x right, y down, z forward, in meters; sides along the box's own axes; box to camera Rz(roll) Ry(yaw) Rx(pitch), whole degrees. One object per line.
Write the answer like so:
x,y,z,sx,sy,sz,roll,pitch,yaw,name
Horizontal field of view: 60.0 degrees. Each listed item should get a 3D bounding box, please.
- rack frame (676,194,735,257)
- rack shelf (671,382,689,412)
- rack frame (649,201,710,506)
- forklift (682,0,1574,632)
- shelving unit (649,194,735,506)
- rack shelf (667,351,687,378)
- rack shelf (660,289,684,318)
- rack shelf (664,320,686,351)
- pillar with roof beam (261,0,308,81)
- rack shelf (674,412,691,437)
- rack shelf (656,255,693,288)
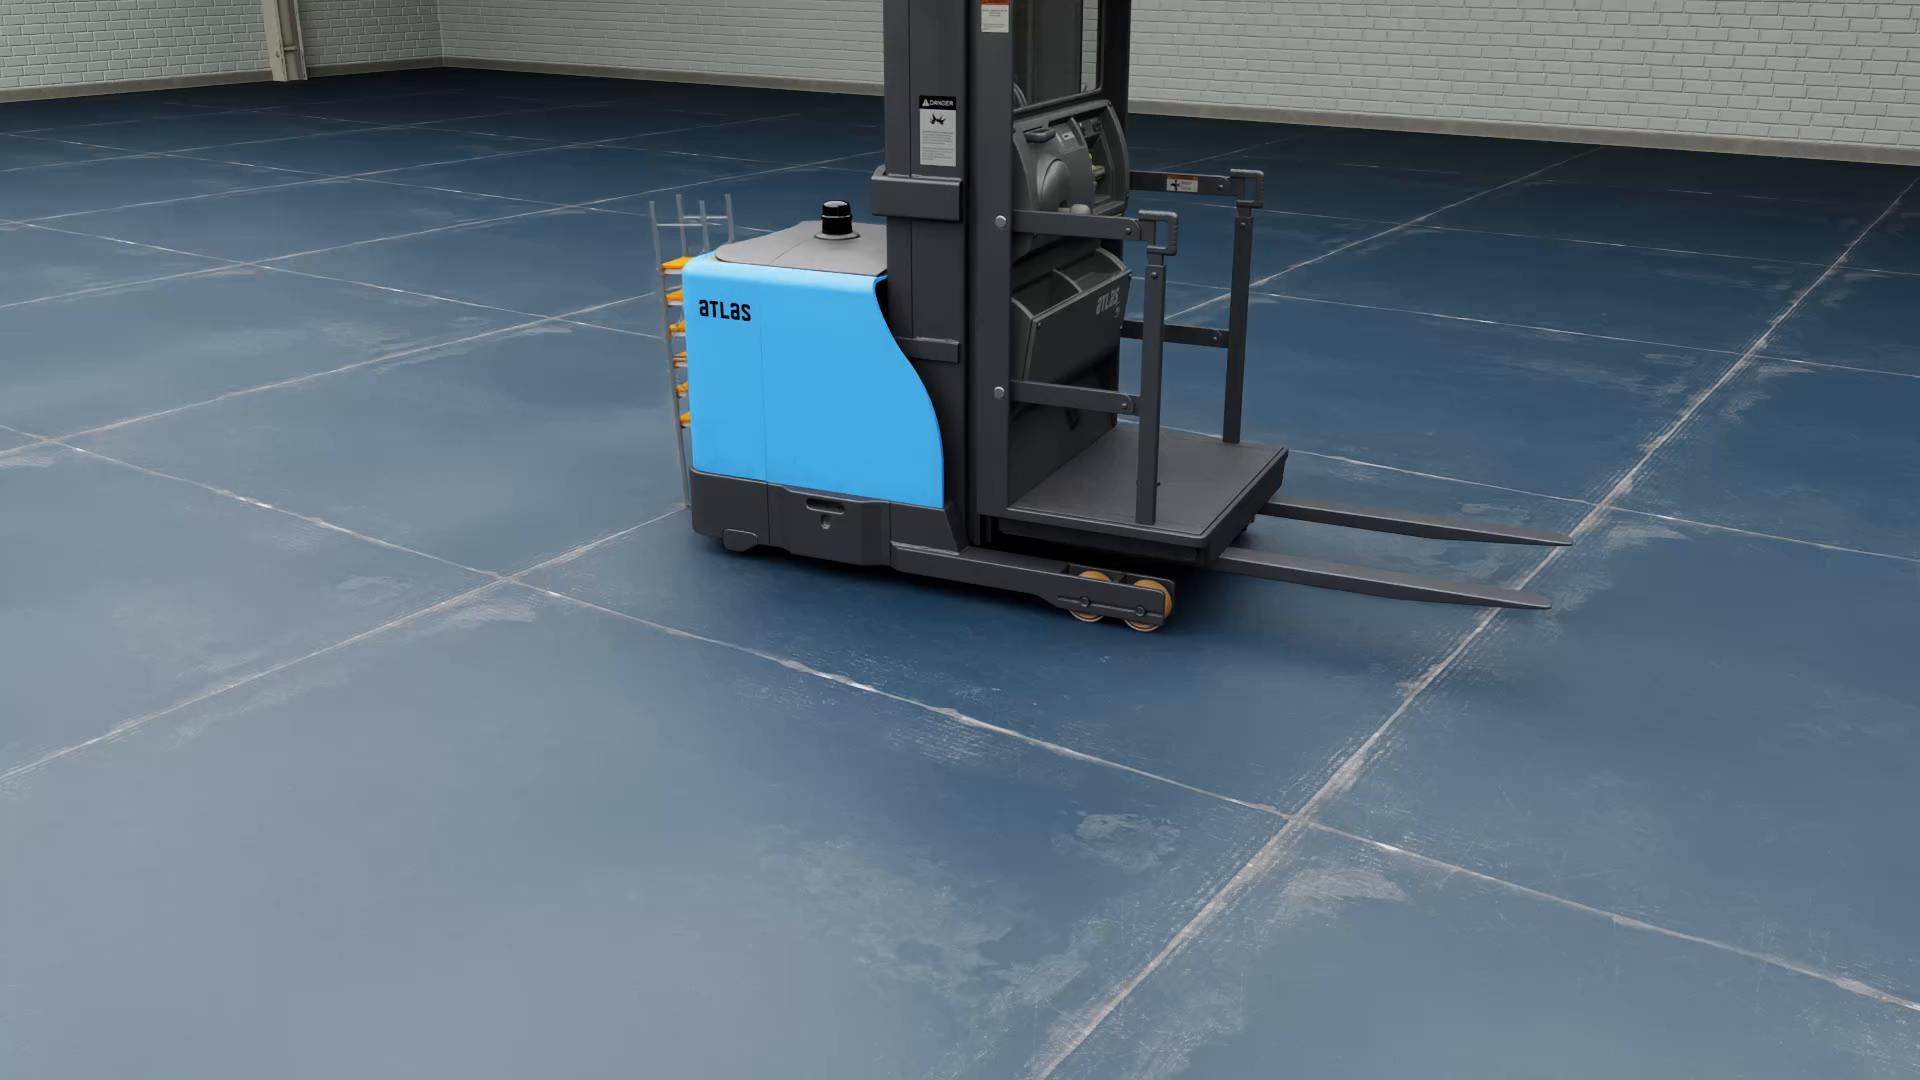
-0.946,-0.752,6.546,0.240,1.200,0.006,5,20,23,rack frame
-0.973,-0.568,6.520,0.258,0.103,0.180,5,20,23,rack shelf
-1.019,-0.694,6.389,0.240,1.200,0.006,5,20,23,rack frame
0.565,-1.284,5.512,3.031,2.935,1.130,9,22,23,forklift
-0.983,-0.723,6.468,0.258,1.200,0.189,5,20,23,shelving unit
-0.980,-0.681,6.482,0.258,0.103,0.180,5,20,23,rack shelf
-0.994,-0.908,6.405,0.258,0.103,0.180,5,20,23,rack shelf
-0.987,-0.795,6.443,0.258,0.103,0.180,5,20,23,rack shelf
-6.455,-10.258,21.027,9.100,9.000,0.400,13,24,32,pillar with roof beam
-0.966,-0.454,6.559,0.258,0.103,0.180,5,20,23,rack shelf
-1.002,-1.022,6.367,0.258,0.103,0.180,5,20,23,rack shelf
